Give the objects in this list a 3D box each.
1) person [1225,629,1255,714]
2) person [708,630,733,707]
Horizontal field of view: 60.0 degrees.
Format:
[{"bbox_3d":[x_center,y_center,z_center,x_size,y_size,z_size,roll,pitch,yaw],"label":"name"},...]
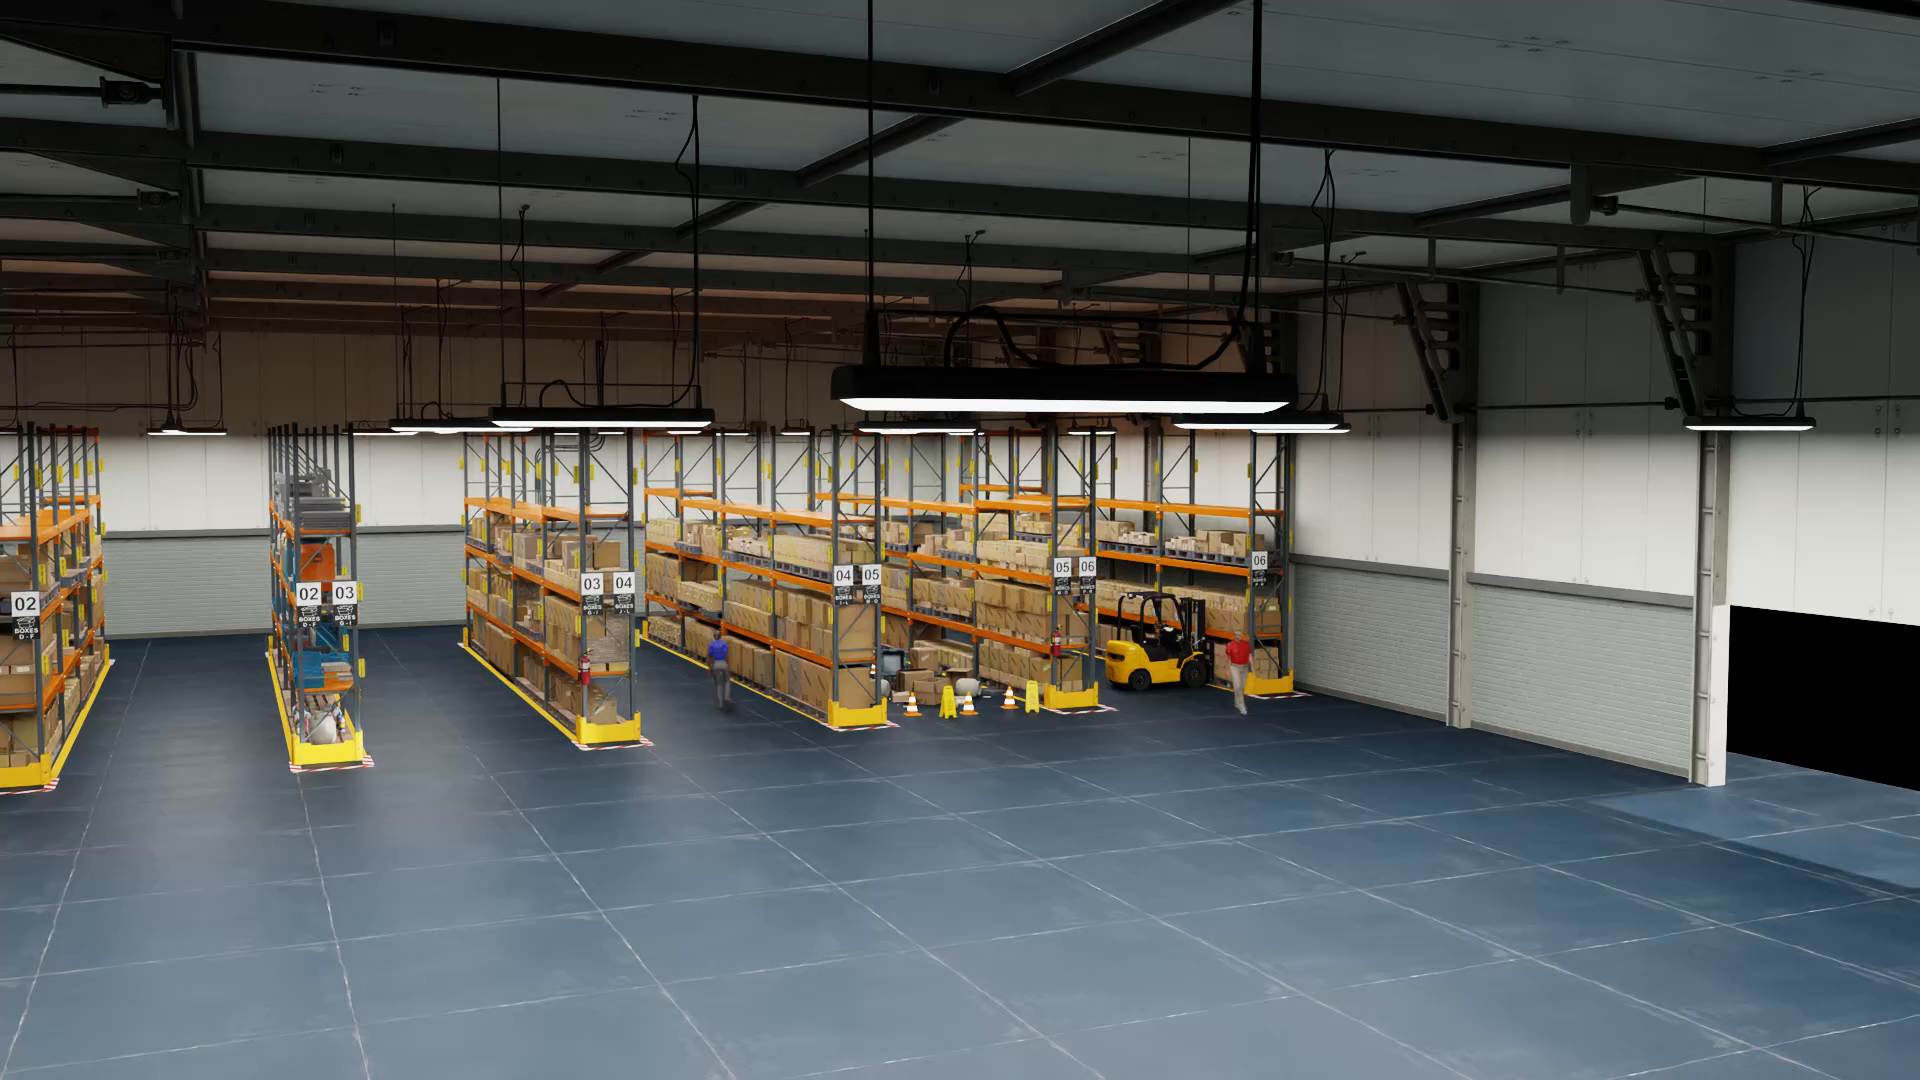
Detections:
[{"bbox_3d":[5.884,2.757,34.859,0.560,1.769,0.771,-1,4,-17],"label":"person"},{"bbox_3d":[-5.088,2.755,35.361,0.505,1.603,0.457,-1,4,-16],"label":"person"}]
